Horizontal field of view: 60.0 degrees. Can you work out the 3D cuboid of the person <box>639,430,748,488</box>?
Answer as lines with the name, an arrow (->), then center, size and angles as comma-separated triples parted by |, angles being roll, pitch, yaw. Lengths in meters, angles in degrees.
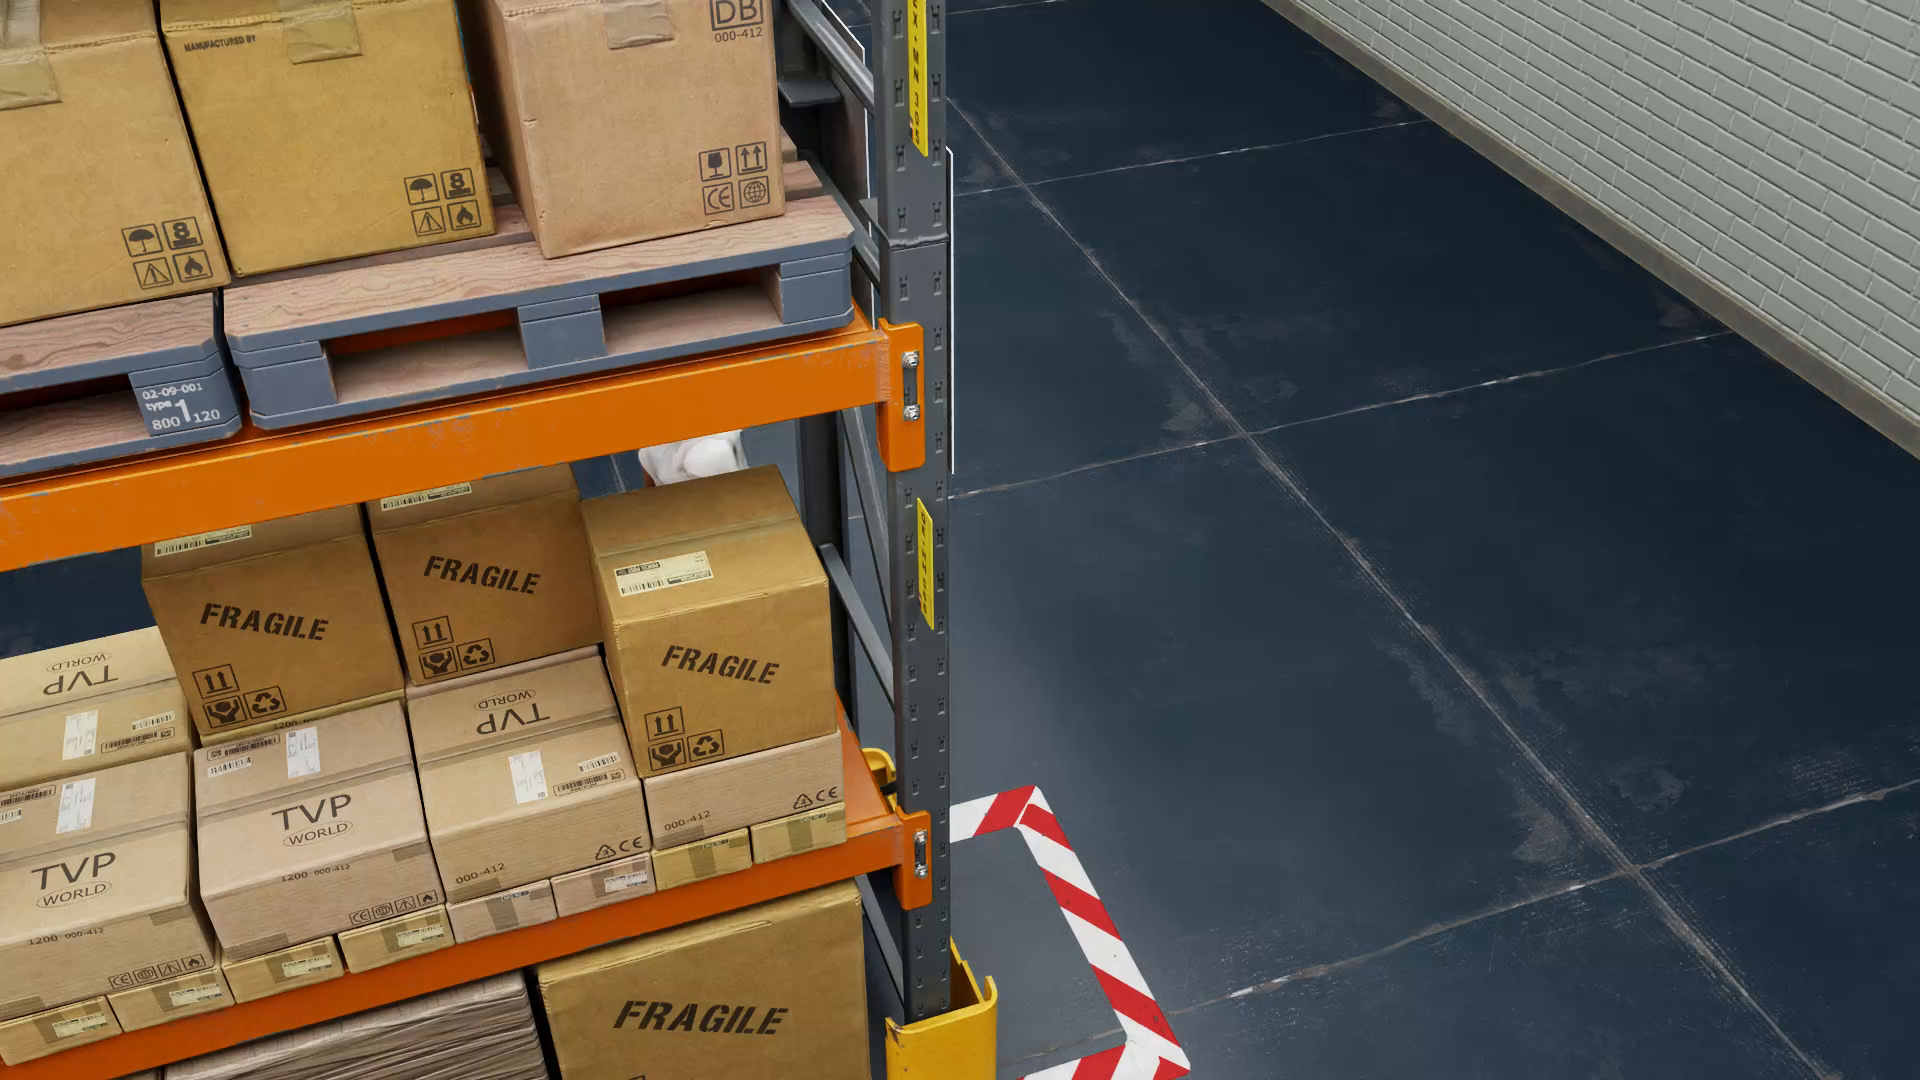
person -> -0.997, 0.001, 6.135 | 0.461, 1.761, 0.637 | -24, 44, -28
